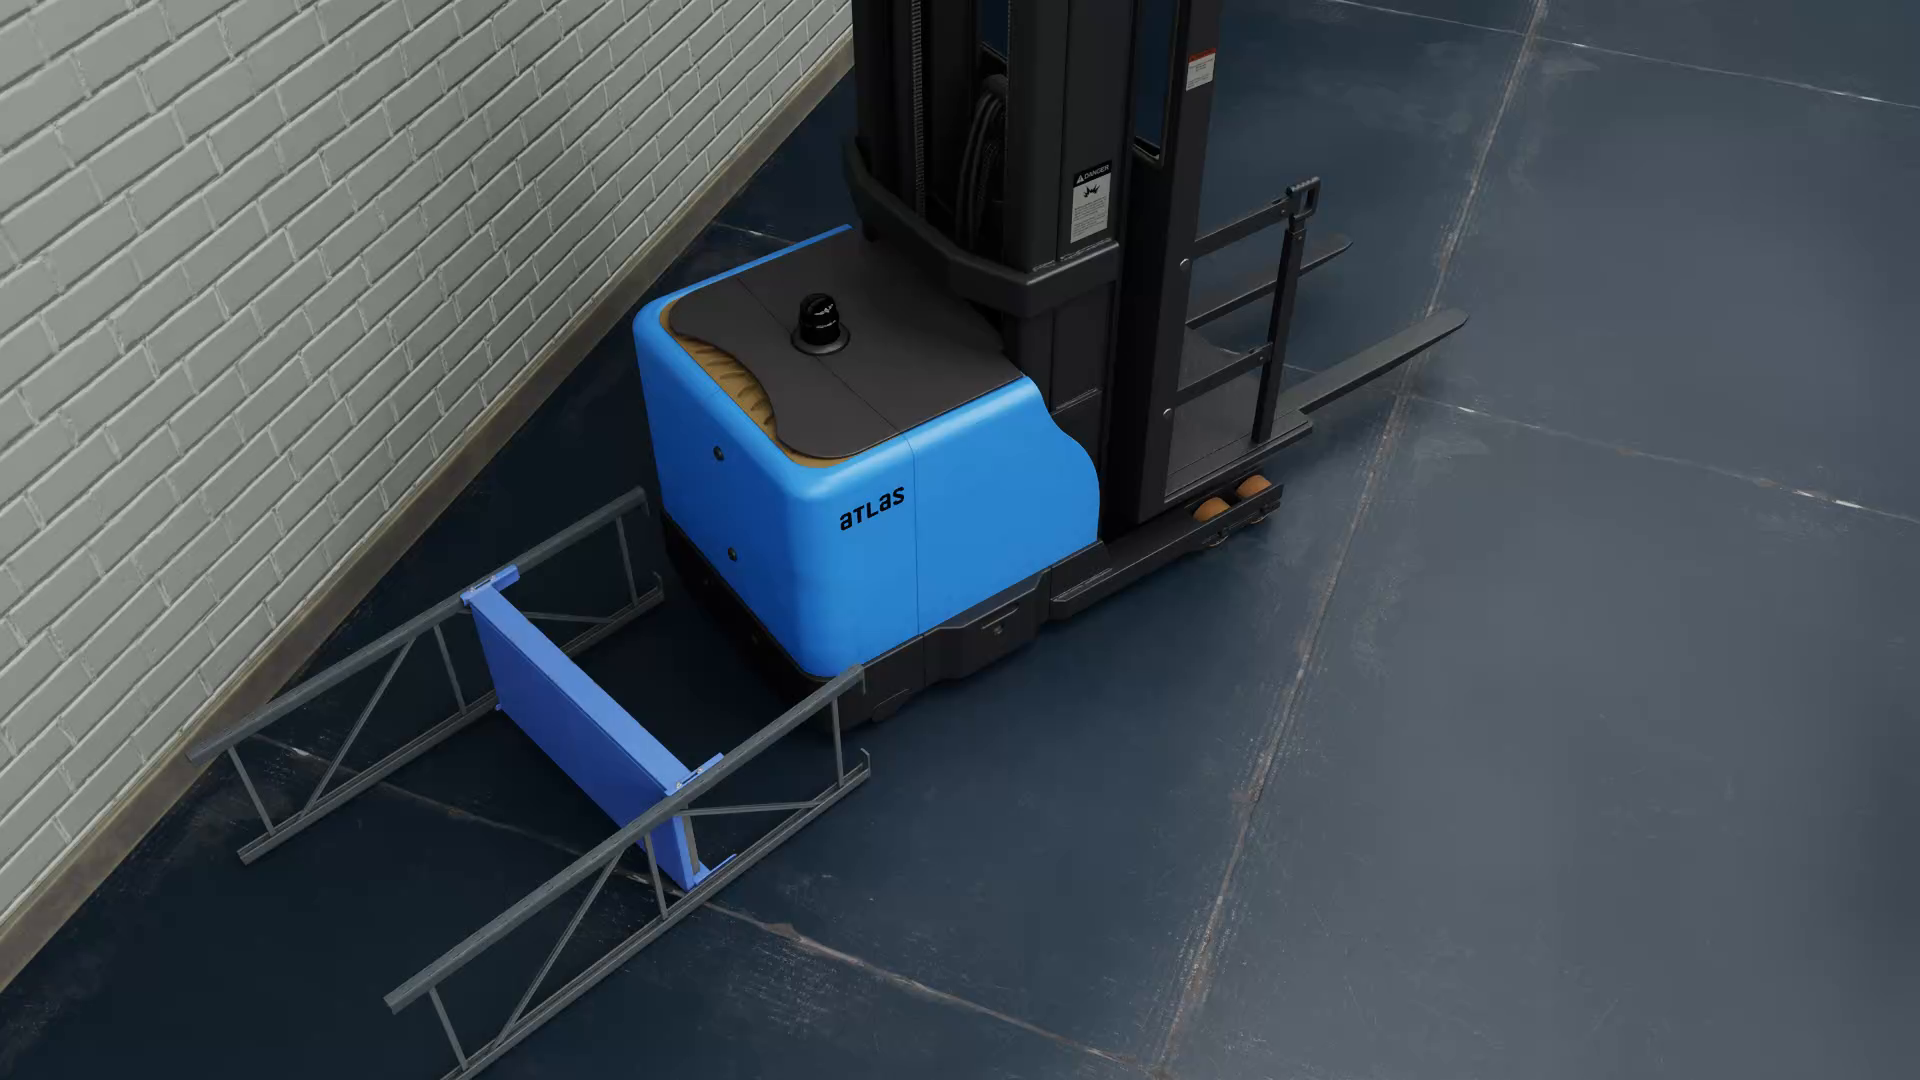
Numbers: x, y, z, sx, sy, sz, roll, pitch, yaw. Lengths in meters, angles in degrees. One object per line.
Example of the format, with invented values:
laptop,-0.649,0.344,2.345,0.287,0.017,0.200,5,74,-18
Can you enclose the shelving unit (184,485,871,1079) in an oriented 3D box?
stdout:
shelving unit,-1.172,0.640,4.725,1.500,0.538,1.048,-35,54,-30

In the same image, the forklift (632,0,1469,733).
forklift,0.505,-1.296,4.974,3.031,2.935,1.130,-27,51,-24

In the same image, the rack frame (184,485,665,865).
rack frame,-1.527,0.383,4.983,1.500,0.500,0.032,-35,54,-30

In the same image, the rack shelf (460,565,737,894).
rack shelf,-1.043,0.551,4.814,0.185,0.538,1.000,-35,54,-30

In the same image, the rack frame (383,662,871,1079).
rack frame,-0.817,0.896,4.468,1.500,0.500,0.032,-35,54,-30
